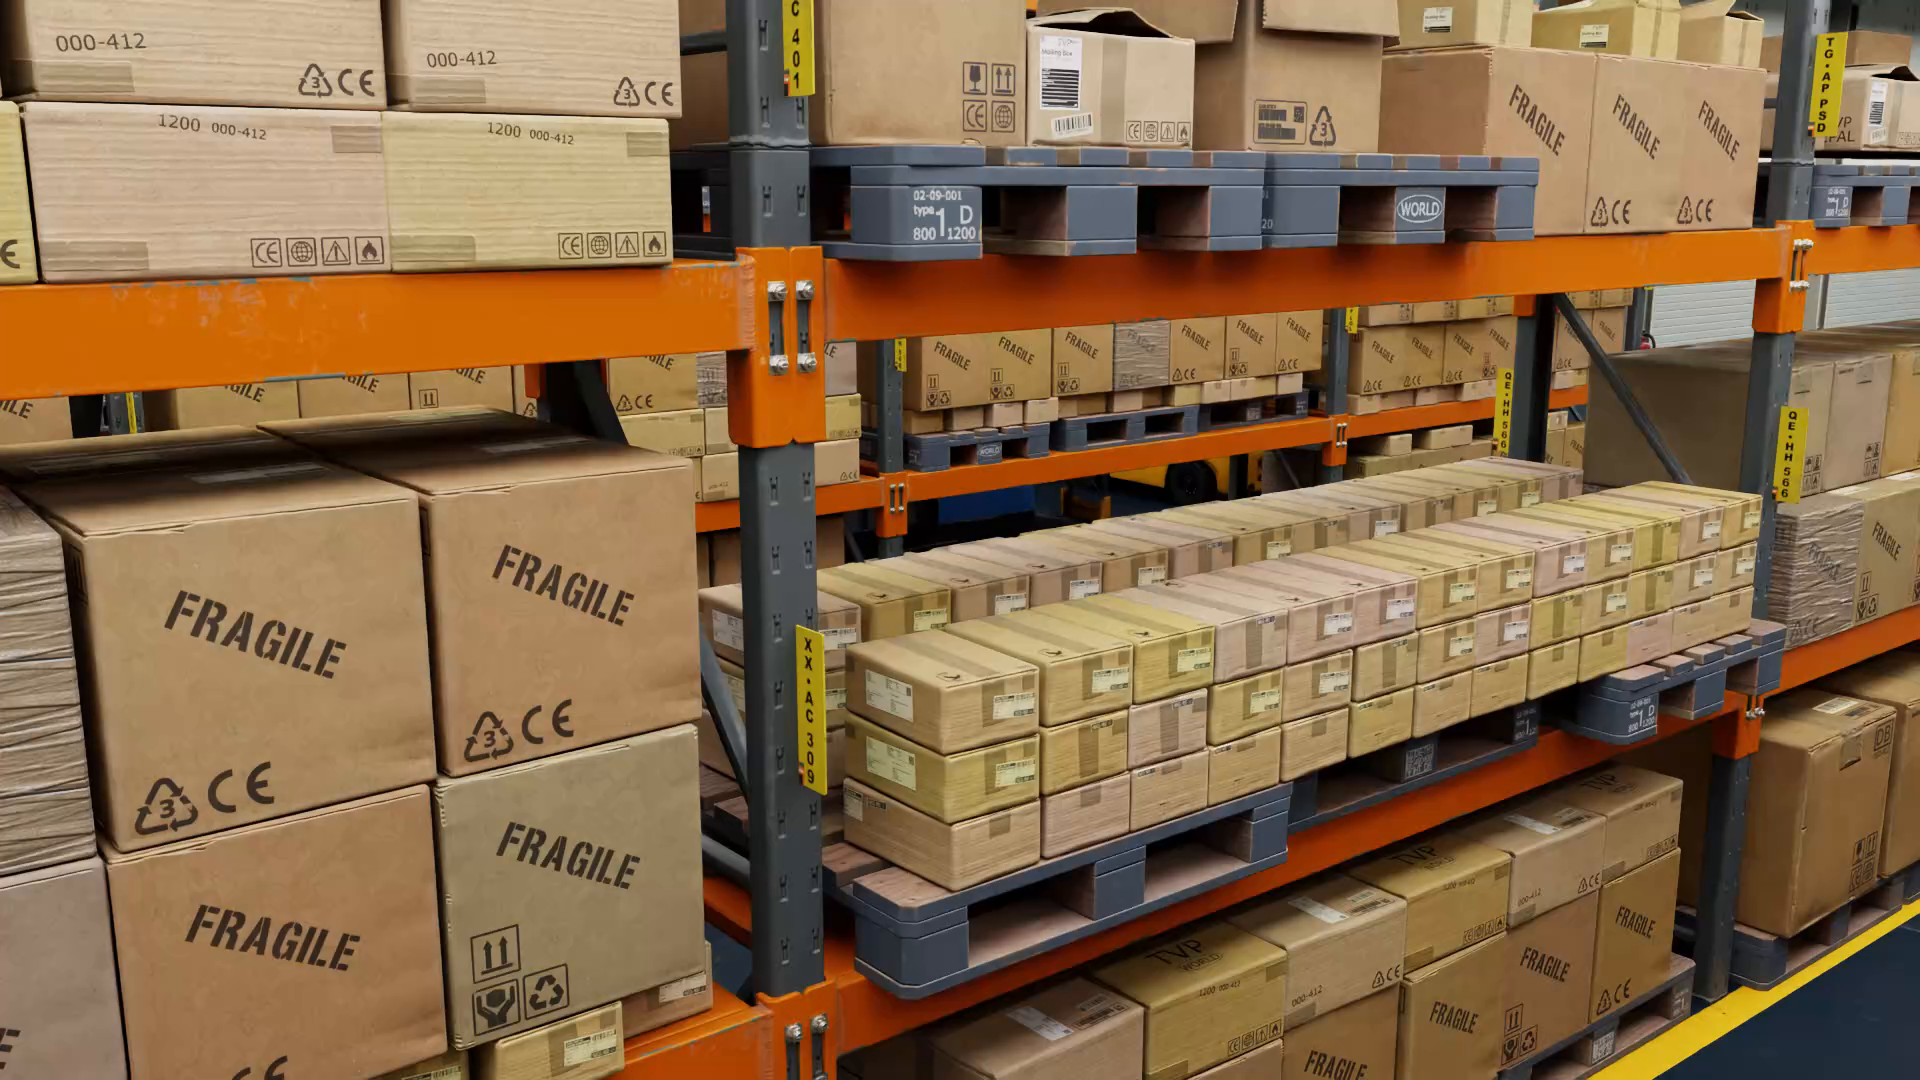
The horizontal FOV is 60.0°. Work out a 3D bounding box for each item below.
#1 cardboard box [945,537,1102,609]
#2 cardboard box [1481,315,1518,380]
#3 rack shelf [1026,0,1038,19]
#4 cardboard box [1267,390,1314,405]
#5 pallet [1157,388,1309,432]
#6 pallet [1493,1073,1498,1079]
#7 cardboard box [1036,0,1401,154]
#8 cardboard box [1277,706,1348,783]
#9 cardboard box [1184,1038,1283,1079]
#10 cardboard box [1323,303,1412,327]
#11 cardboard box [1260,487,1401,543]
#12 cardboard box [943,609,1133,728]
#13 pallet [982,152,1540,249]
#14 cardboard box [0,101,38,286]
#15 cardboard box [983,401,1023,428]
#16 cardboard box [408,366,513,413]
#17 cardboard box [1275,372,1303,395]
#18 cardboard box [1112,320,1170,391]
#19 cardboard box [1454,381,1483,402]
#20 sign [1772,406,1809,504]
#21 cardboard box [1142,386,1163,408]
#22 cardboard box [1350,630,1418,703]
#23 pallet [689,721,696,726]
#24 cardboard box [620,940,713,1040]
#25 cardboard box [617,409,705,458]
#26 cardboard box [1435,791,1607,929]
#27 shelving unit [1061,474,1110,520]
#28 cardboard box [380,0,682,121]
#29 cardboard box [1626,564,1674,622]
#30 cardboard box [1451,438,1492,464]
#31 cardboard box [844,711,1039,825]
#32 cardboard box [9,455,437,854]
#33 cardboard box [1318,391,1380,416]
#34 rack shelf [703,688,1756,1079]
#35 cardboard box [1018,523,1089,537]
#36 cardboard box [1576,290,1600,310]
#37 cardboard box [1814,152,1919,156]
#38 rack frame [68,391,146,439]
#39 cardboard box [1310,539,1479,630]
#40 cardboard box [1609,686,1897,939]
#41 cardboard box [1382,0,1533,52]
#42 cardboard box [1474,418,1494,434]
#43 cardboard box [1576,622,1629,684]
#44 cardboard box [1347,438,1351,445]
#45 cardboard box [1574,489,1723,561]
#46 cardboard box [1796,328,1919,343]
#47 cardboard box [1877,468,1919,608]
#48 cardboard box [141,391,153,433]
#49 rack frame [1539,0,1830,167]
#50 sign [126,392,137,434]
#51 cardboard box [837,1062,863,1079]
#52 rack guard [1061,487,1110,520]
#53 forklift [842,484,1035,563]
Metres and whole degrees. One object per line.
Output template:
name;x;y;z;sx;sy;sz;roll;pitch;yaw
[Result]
cardboard box;0.171;0.110;4.552;0.250;0.149;0.380;-9;15;-38
cardboard box;4.115;-1.566;13.323;0.500;0.500;0.500;-9;15;-37
rack shelf;0.876;-3.286;10.634;4.000;0.370;1.077;-9;15;-38
cardboard box;2.498;-1.127;12.819;0.250;0.149;0.380;-10;15;-38
pallet;1.750;-0.989;12.027;1.213;0.211;1.003;-9;15;-38
pallet;0.923;1.773;5.271;1.213;0.211;1.003;-9;15;-38
cardboard box;0.651;-1.233;4.233;0.637;0.503;0.797;-10;15;-38
cardboard box;0.763;0.476;4.259;0.250;0.149;0.380;-10;16;-40
cardboard box;0.517;1.565;4.545;0.500;0.500;0.500;-9;15;-35
cardboard box;2.917;-1.864;12.321;0.500;0.500;0.700;-10;15;-38
cardboard box;1.184;-0.059;5.345;0.250;0.149;0.380;-9;15;-35
cardboard box;0.171;0.282;3.740;0.250;0.149;0.380;-9;15;-36
pallet;0.719;-0.904;4.395;1.003;0.211;1.213;-9;15;-38
cardboard box;-1.646;-0.488;2.346;0.500;0.250;0.500;-10;15;-38
cardboard box;0.169;-0.793;10.237;0.250;0.149;0.380;-11;16;-41
cardboard box;-2.513;-0.804;8.046;0.500;0.500;0.500;-10;16;-39
cardboard box;2.209;-1.130;11.820;0.250;0.149;0.380;-9;15;-37
cardboard box;1.019;-1.263;10.885;0.500;0.500;0.500;-10;16;-40
cardboard box;3.889;-1.189;13.111;0.250;0.149;0.380;-9;15;-37
sign;2.832;-0.291;5.679;0.005;0.325;0.100;-9;15;-38
cardboard box;1.133;-0.982;11.125;0.250;0.149;0.380;-10;16;-40
cardboard box;0.979;0.294;4.402;0.250;0.149;0.380;-10;15;-39
pallet;-1.348;0.815;9.784;1.213;0.211;1.003;-9;15;-38
cardboard box;-0.715;0.867;3.428;0.250;0.149;0.380;-10;15;-38
cardboard box;-1.690;-0.570;8.748;0.500;0.250;0.500;-10;16;-39
cardboard box;1.728;0.999;5.403;0.500;0.250;0.500;-9;15;-37
shelving unit;0.739;-0.855;14.546;1.083;1.500;0.587;-9;15;-37
cardboard box;-0.839;-0.868;2.931;0.500;0.250;0.500;-10;16;-40
cardboard box;1.973;0.130;5.174;0.250;0.149;0.380;-9;15;-36
cardboard box;3.884;-0.557;13.333;0.500;0.500;0.500;-8;15;-35
cardboard box;-0.043;0.465;3.596;0.250;0.149;0.380;-9;15;-37
cardboard box;-1.236;0.159;2.796;0.500;0.500;0.500;-10;16;-39
cardboard box;2.884;-1.025;12.337;0.250;0.149;0.380;-10;15;-38
rack shelf;0.924;0.762;5.052;4.000;0.370;1.077;-9;15;-38
cardboard box;0.929;0.174;11.402;0.625;0.372;0.950;-9;15;-36
cardboard box;4.899;-2.195;13.880;0.500;0.500;0.700;-9;15;-37
cardboard box;3.580;-1.621;6.430;0.500;0.250;0.500;-9;15;-36
rack frame;-3.809;-0.120;7.475;0.127;3.000;1.000;-9;15;-38
cardboard box;1.175;0.116;4.524;0.250;0.149;0.380;-9;15;-36
cardboard box;3.017;0.981;6.693;0.750;0.750;1.050;-10;15;-38
cardboard box;1.341;-1.476;4.551;0.258;0.266;0.396;-9;15;-38
cardboard box;4.449;-0.951;13.629;0.250;0.149;0.380;-9;15;-35
cardboard box;1.795;0.303;5.072;0.250;0.149;0.380;-10;15;-38
cardboard box;3.128;-0.572;13.406;0.500;0.500;0.500;-9;15;-37
cardboard box;2.192;-0.053;5.319;0.250;0.149;0.380;-10;15;-38
cardboard box;4.035;-0.644;7.290;0.500;0.500;0.700;-10;15;-38
cardboard box;3.794;-0.045;6.878;0.500;0.500;0.500;-9;15;-38
cardboard box;-3.617;-0.757;7.825;0.500;0.500;0.500;-9;15;-36
rack frame;2.486;-2.784;5.576;0.127;3.000;1.000;-9;15;-38
sign;-3.461;-0.493;6.953;0.005;0.325;0.100;-9;15;-38
cardboard box;-0.217;1.550;4.616;0.500;0.500;0.500;-10;15;-39
rack guard;1.129;-0.308;14.979;0.087;0.250;0.587;-9;15;-37
forklift;-0.841;-1.281;13.107;3.031;2.935;1.130;-9;15;-37
